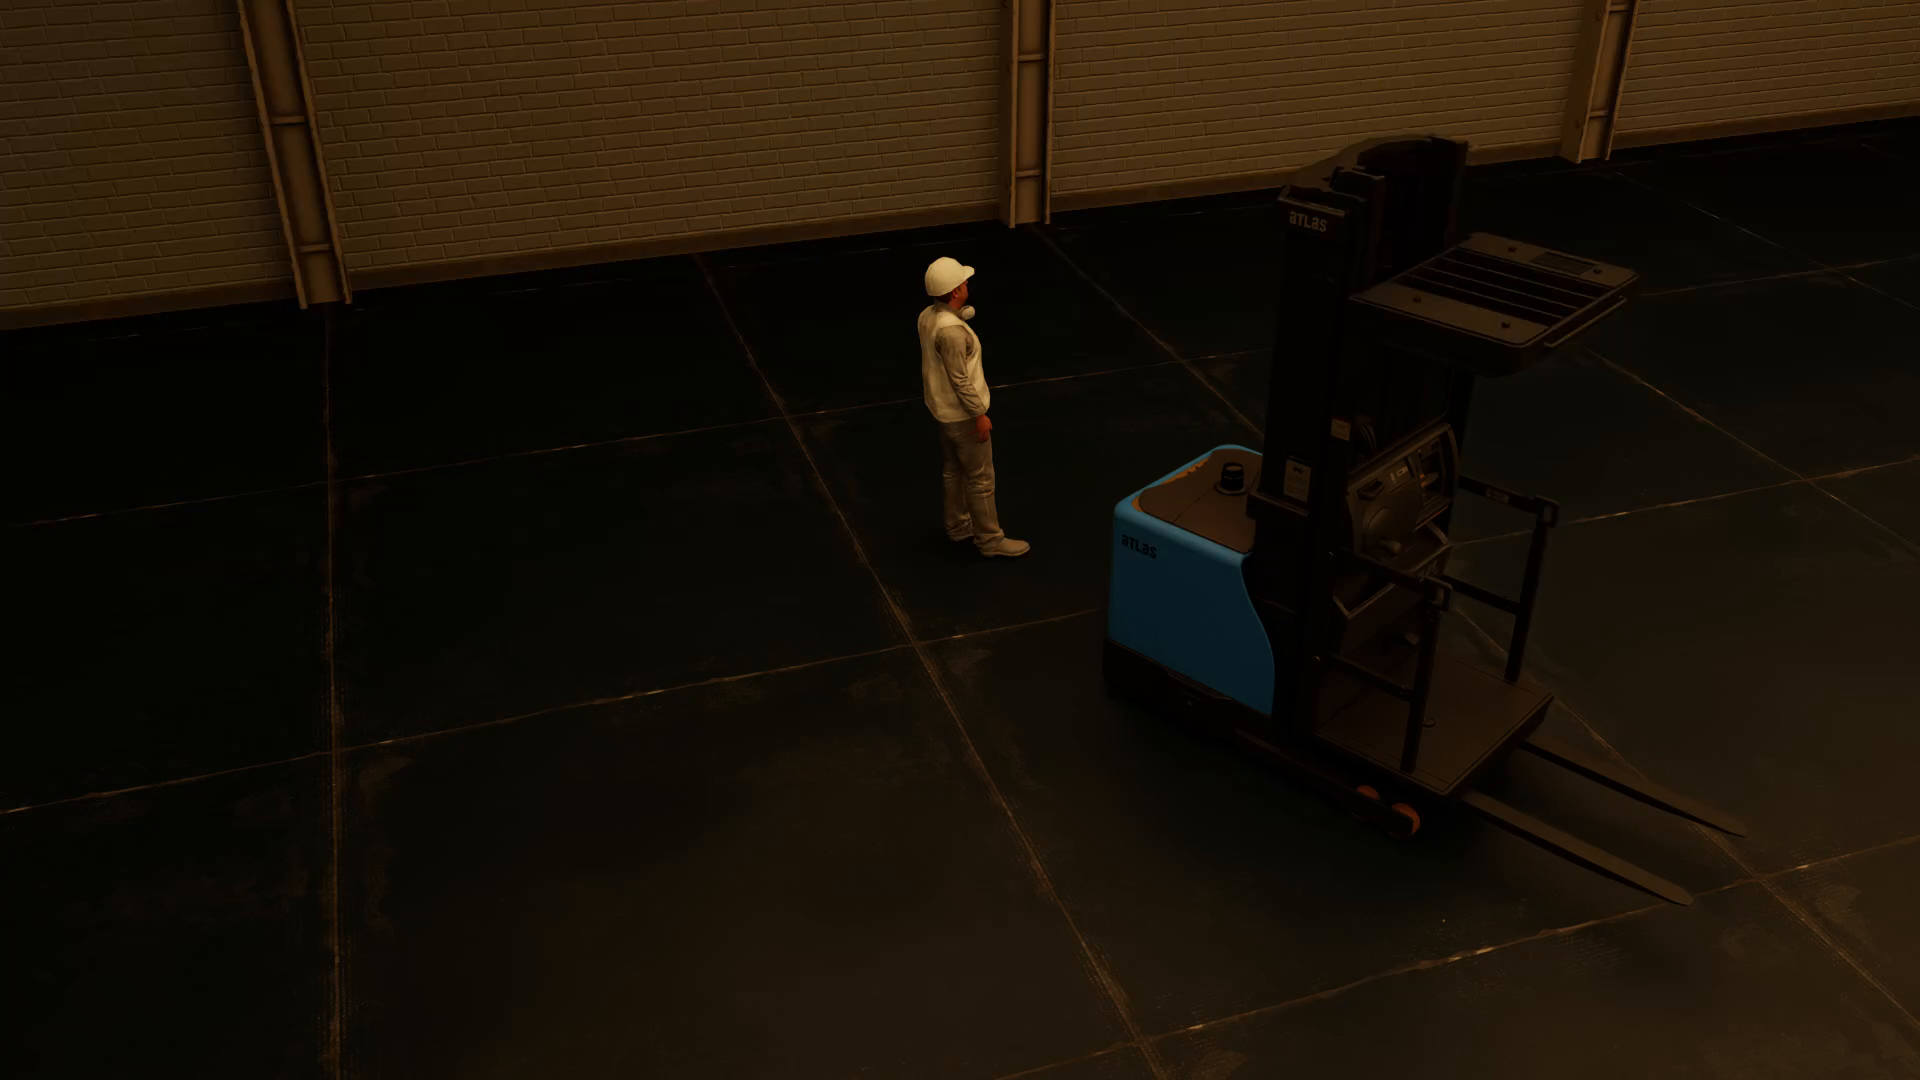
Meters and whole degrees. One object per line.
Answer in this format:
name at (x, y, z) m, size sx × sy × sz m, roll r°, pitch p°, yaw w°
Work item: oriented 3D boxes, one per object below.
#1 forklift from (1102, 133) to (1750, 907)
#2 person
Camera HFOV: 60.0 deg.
forklift at (2.161, -0.189, 7.416) m, size 3.031 × 2.935 × 1.130 m, roll 25°, pitch 38°, yaw 36°
person at (0.062, -0.781, 9.591) m, size 0.566 × 1.775 × 0.633 m, roll -10°, pitch 31°, yaw -16°
